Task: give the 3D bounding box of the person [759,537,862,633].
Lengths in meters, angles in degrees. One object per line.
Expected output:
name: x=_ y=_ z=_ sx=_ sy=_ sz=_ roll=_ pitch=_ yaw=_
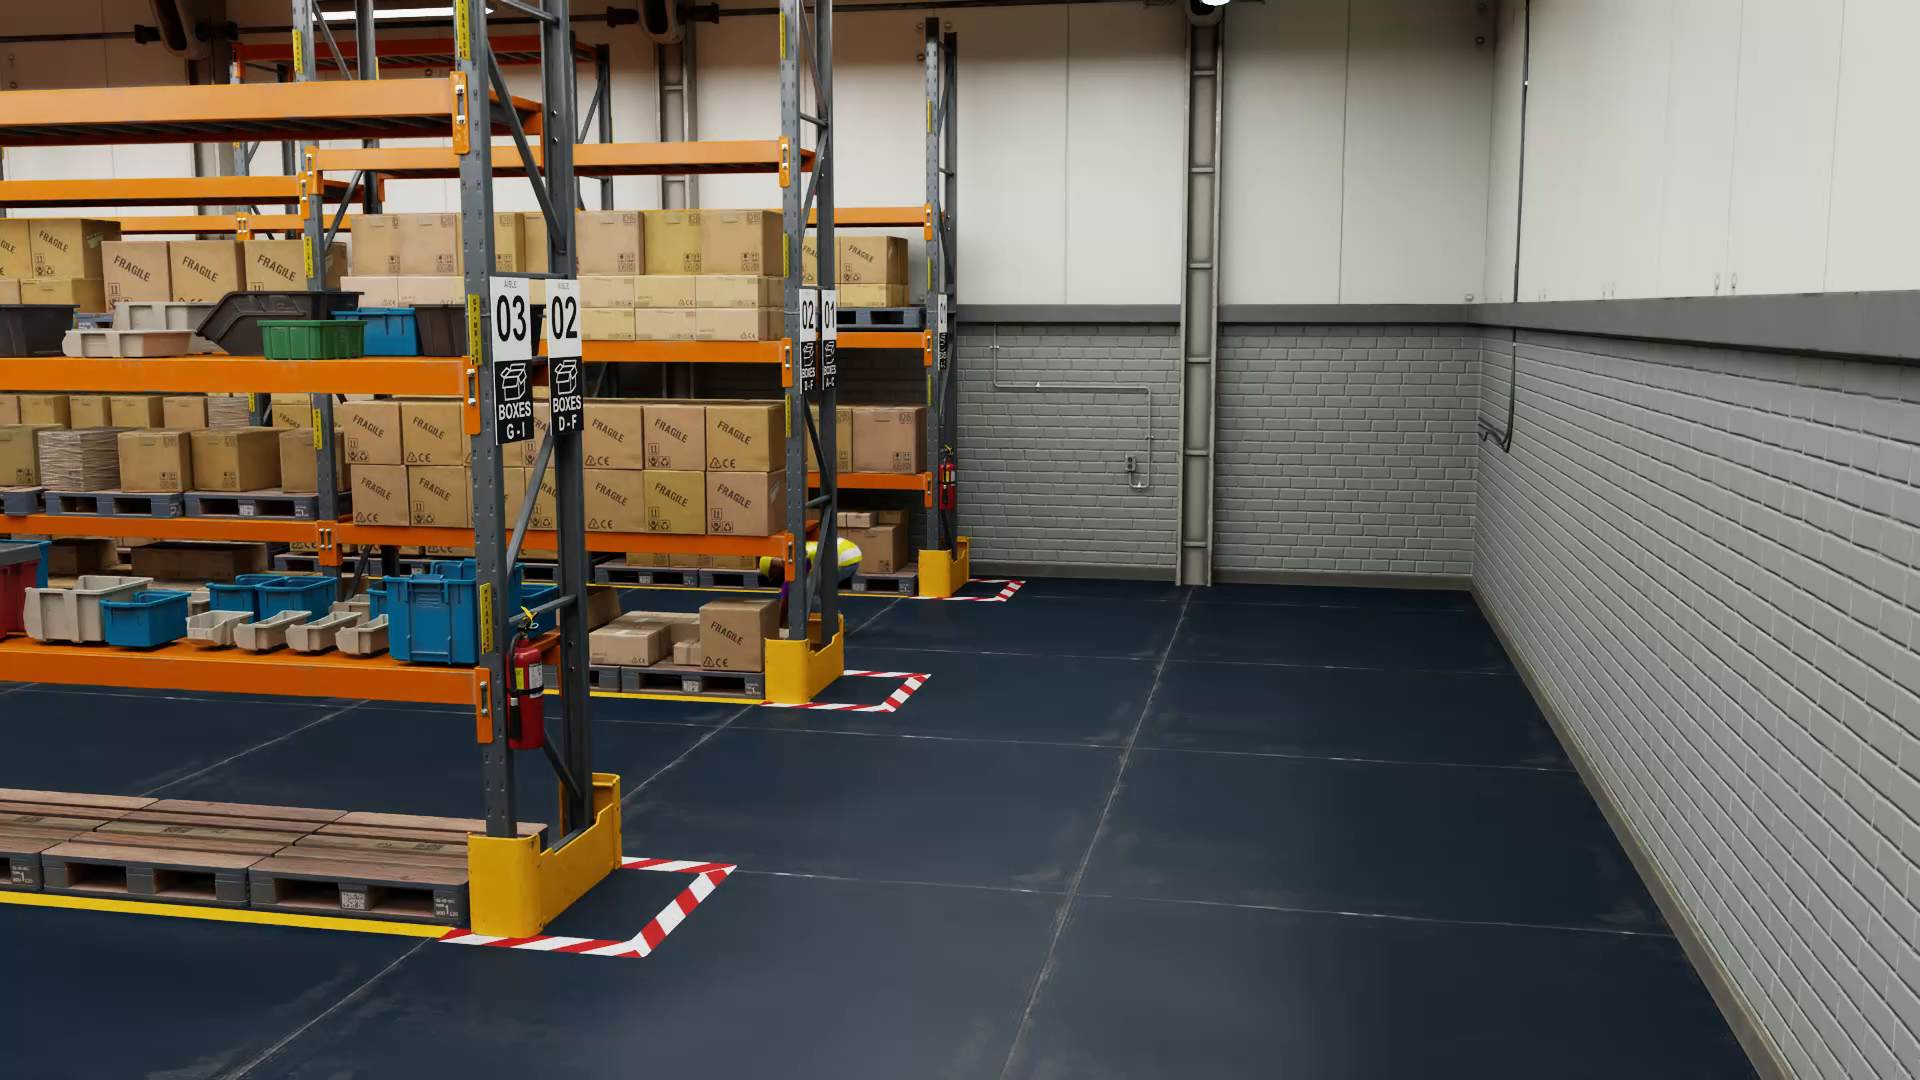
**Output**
person: x=-1.412 y=0.433 z=15.659 sx=0.975 sy=0.925 sz=0.503 roll=1 pitch=8 yaw=9
